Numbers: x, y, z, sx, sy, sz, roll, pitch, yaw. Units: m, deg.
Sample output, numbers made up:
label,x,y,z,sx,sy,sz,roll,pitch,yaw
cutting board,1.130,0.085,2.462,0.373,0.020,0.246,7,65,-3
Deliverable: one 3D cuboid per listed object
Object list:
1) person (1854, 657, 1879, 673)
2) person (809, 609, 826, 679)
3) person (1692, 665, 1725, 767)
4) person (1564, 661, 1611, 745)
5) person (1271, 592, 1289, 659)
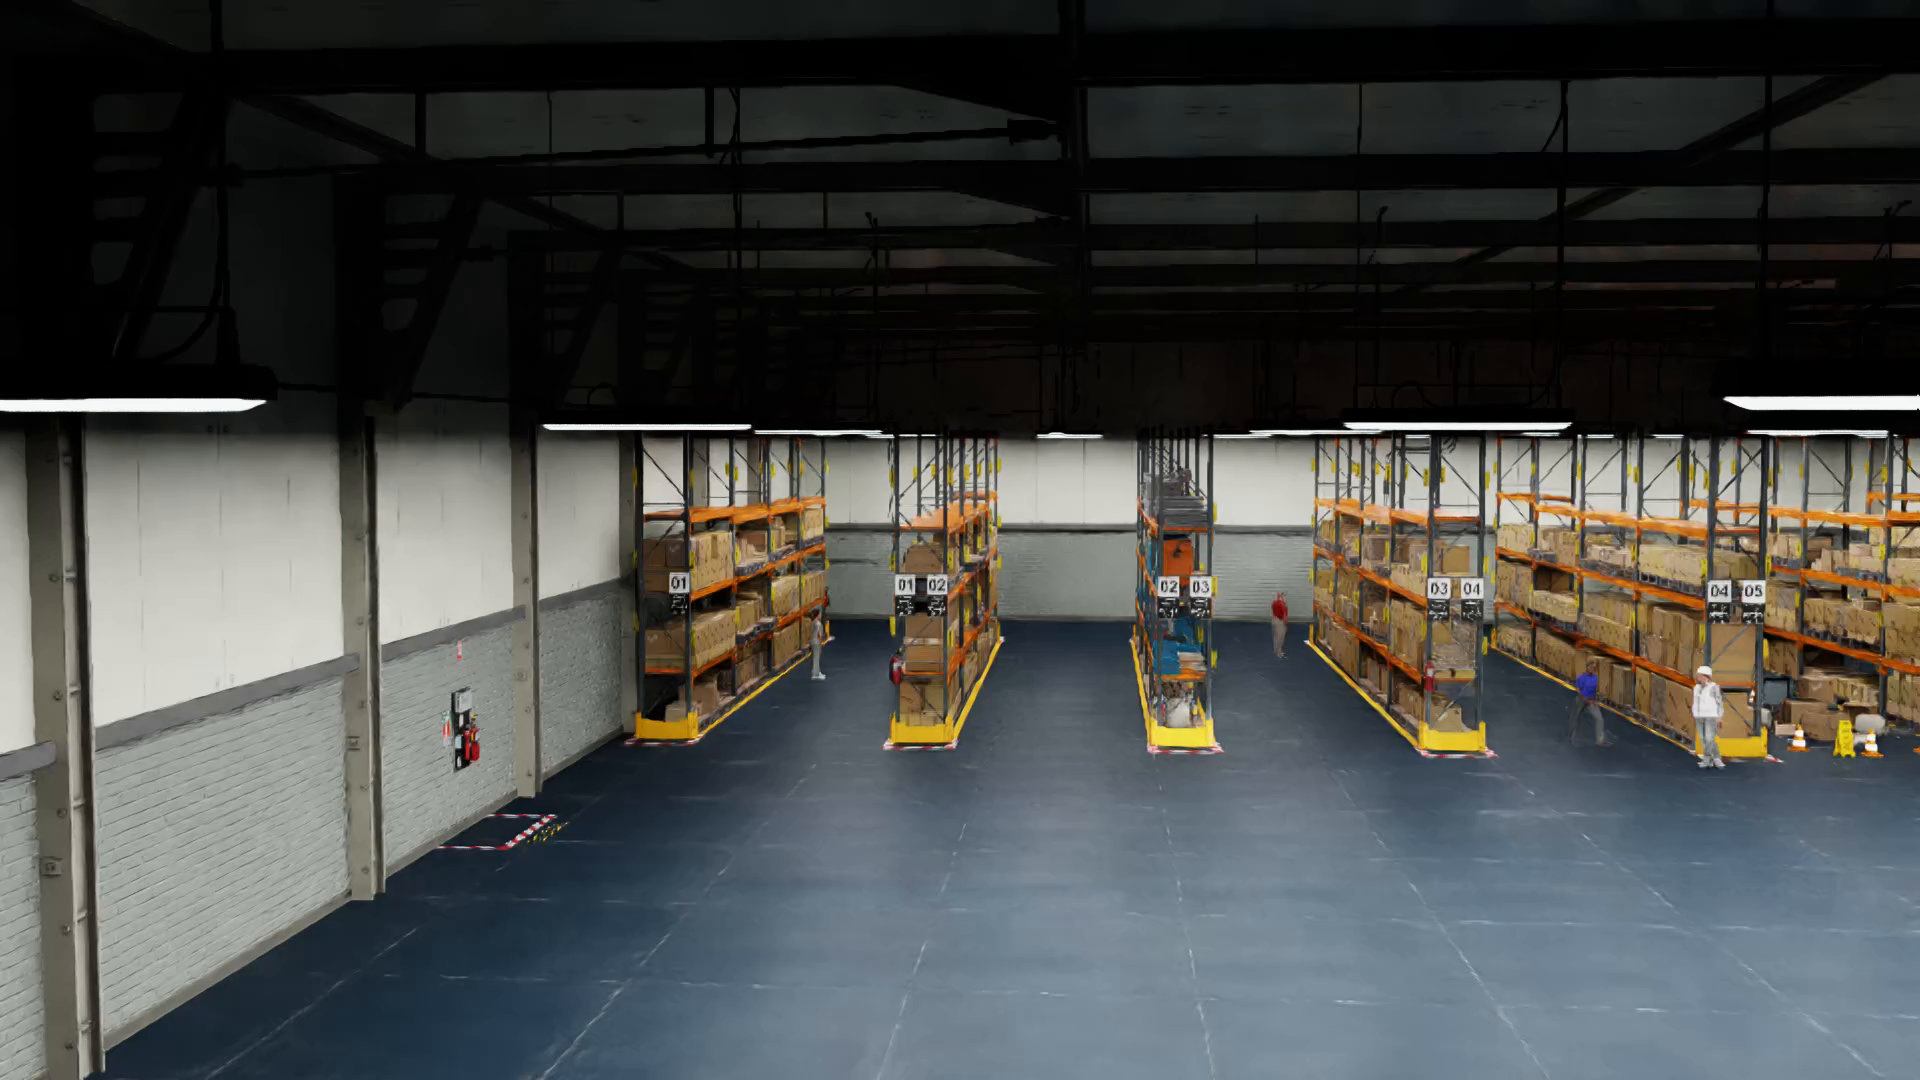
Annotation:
label,x,y,z,sx,sy,sz,roll,pitch,yaw
person,22.332,2.453,40.907,0.456,1.589,1.088,0,3,7
person,-3.399,2.478,39.854,0.431,1.677,0.496,-2,4,-27
person,13.083,3.079,29.081,0.403,1.766,0.636,-2,4,-26
person,11.781,3.038,31.284,0.621,1.588,0.827,-1,4,-13
person,8.440,2.219,43.688,0.474,1.739,0.628,-2,4,-24
